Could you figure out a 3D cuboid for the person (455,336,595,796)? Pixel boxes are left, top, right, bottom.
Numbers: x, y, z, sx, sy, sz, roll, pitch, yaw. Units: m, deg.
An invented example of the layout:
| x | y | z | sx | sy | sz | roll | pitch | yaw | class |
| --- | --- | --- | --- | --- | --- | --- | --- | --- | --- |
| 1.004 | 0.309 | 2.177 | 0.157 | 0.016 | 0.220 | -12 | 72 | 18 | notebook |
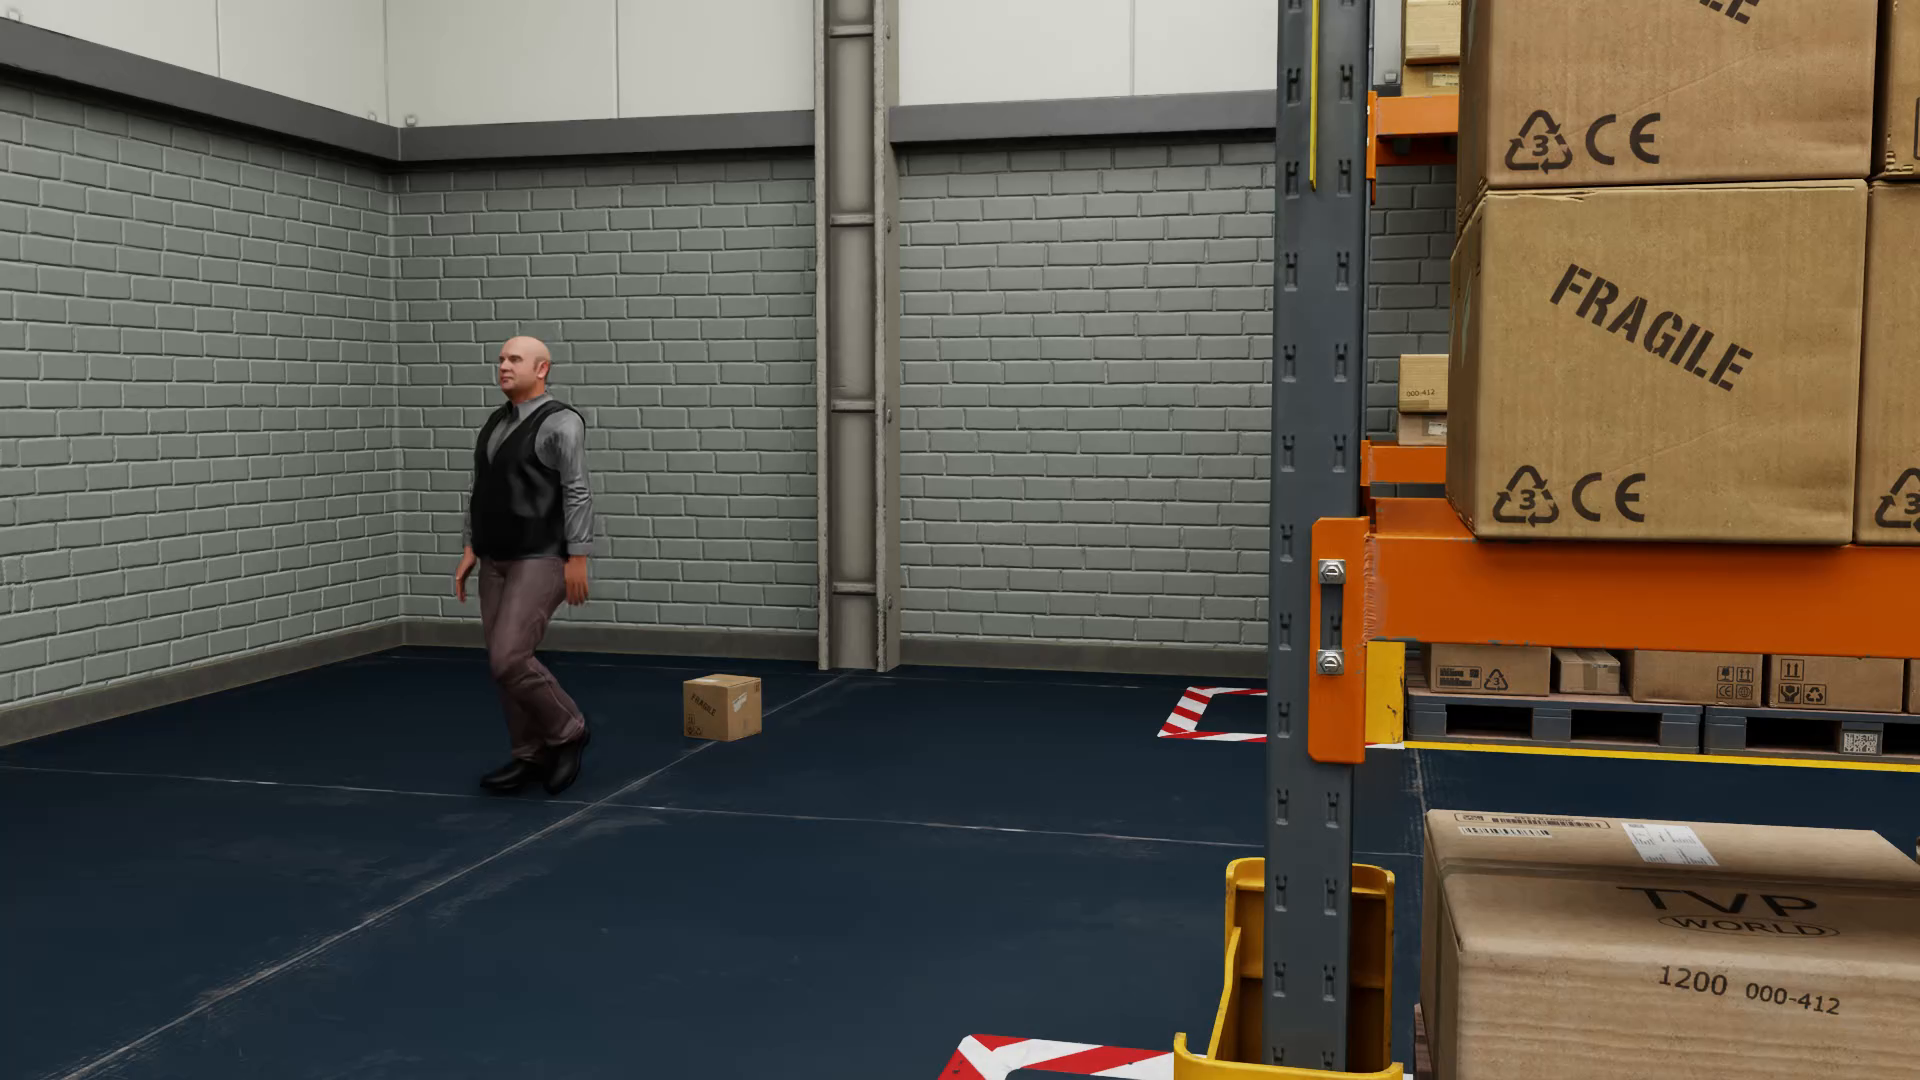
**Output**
| x | y | z | sx | sy | sz | roll | pitch | yaw | class |
| --- | --- | --- | --- | --- | --- | --- | --- | --- | --- |
| -1.660 | 0.103 | 6.249 | 0.546 | 1.733 | 0.437 | 4 | 6 | 38 | person |
